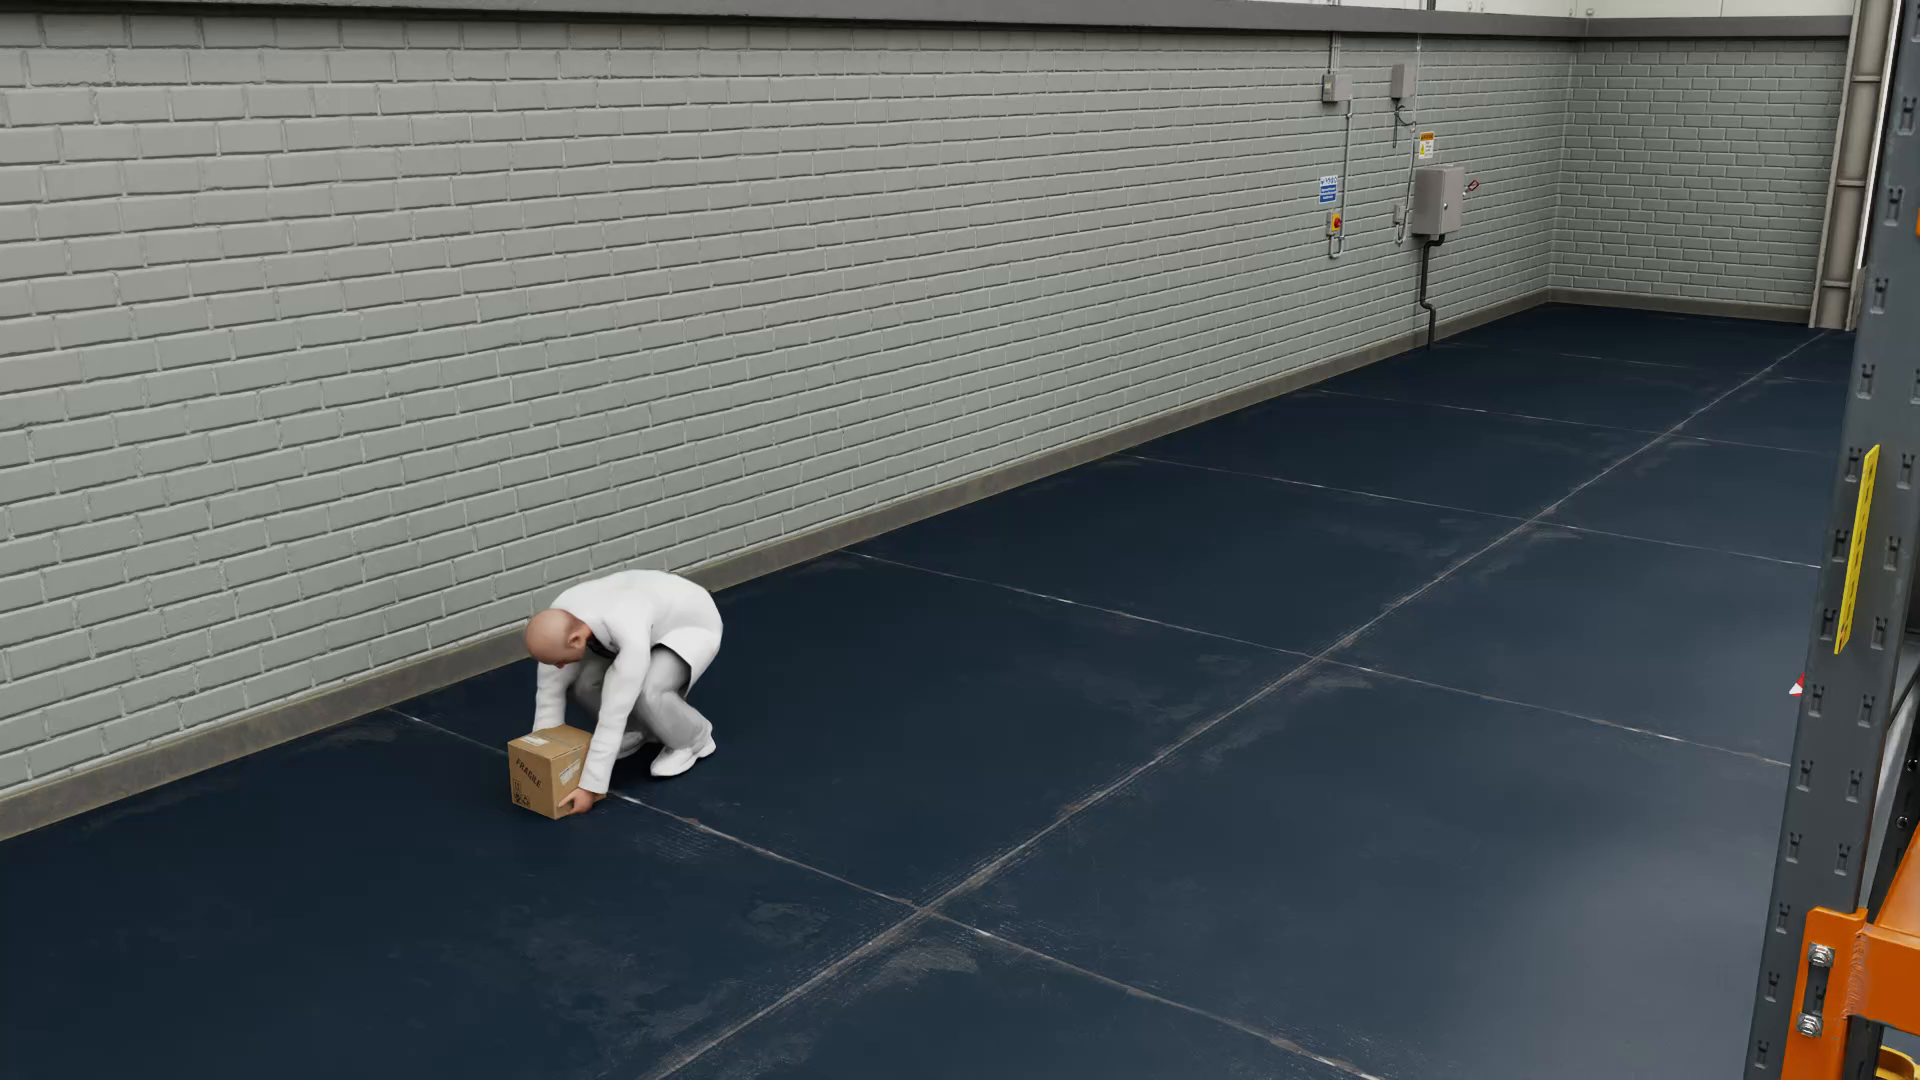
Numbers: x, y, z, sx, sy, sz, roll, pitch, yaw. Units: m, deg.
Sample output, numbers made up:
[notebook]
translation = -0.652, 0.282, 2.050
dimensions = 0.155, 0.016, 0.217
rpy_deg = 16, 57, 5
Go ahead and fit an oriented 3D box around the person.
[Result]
[person]
translation = -1.315, 0.543, 6.498
dimensions = 0.577, 0.811, 0.942
rpy_deg = 11, 20, 34
